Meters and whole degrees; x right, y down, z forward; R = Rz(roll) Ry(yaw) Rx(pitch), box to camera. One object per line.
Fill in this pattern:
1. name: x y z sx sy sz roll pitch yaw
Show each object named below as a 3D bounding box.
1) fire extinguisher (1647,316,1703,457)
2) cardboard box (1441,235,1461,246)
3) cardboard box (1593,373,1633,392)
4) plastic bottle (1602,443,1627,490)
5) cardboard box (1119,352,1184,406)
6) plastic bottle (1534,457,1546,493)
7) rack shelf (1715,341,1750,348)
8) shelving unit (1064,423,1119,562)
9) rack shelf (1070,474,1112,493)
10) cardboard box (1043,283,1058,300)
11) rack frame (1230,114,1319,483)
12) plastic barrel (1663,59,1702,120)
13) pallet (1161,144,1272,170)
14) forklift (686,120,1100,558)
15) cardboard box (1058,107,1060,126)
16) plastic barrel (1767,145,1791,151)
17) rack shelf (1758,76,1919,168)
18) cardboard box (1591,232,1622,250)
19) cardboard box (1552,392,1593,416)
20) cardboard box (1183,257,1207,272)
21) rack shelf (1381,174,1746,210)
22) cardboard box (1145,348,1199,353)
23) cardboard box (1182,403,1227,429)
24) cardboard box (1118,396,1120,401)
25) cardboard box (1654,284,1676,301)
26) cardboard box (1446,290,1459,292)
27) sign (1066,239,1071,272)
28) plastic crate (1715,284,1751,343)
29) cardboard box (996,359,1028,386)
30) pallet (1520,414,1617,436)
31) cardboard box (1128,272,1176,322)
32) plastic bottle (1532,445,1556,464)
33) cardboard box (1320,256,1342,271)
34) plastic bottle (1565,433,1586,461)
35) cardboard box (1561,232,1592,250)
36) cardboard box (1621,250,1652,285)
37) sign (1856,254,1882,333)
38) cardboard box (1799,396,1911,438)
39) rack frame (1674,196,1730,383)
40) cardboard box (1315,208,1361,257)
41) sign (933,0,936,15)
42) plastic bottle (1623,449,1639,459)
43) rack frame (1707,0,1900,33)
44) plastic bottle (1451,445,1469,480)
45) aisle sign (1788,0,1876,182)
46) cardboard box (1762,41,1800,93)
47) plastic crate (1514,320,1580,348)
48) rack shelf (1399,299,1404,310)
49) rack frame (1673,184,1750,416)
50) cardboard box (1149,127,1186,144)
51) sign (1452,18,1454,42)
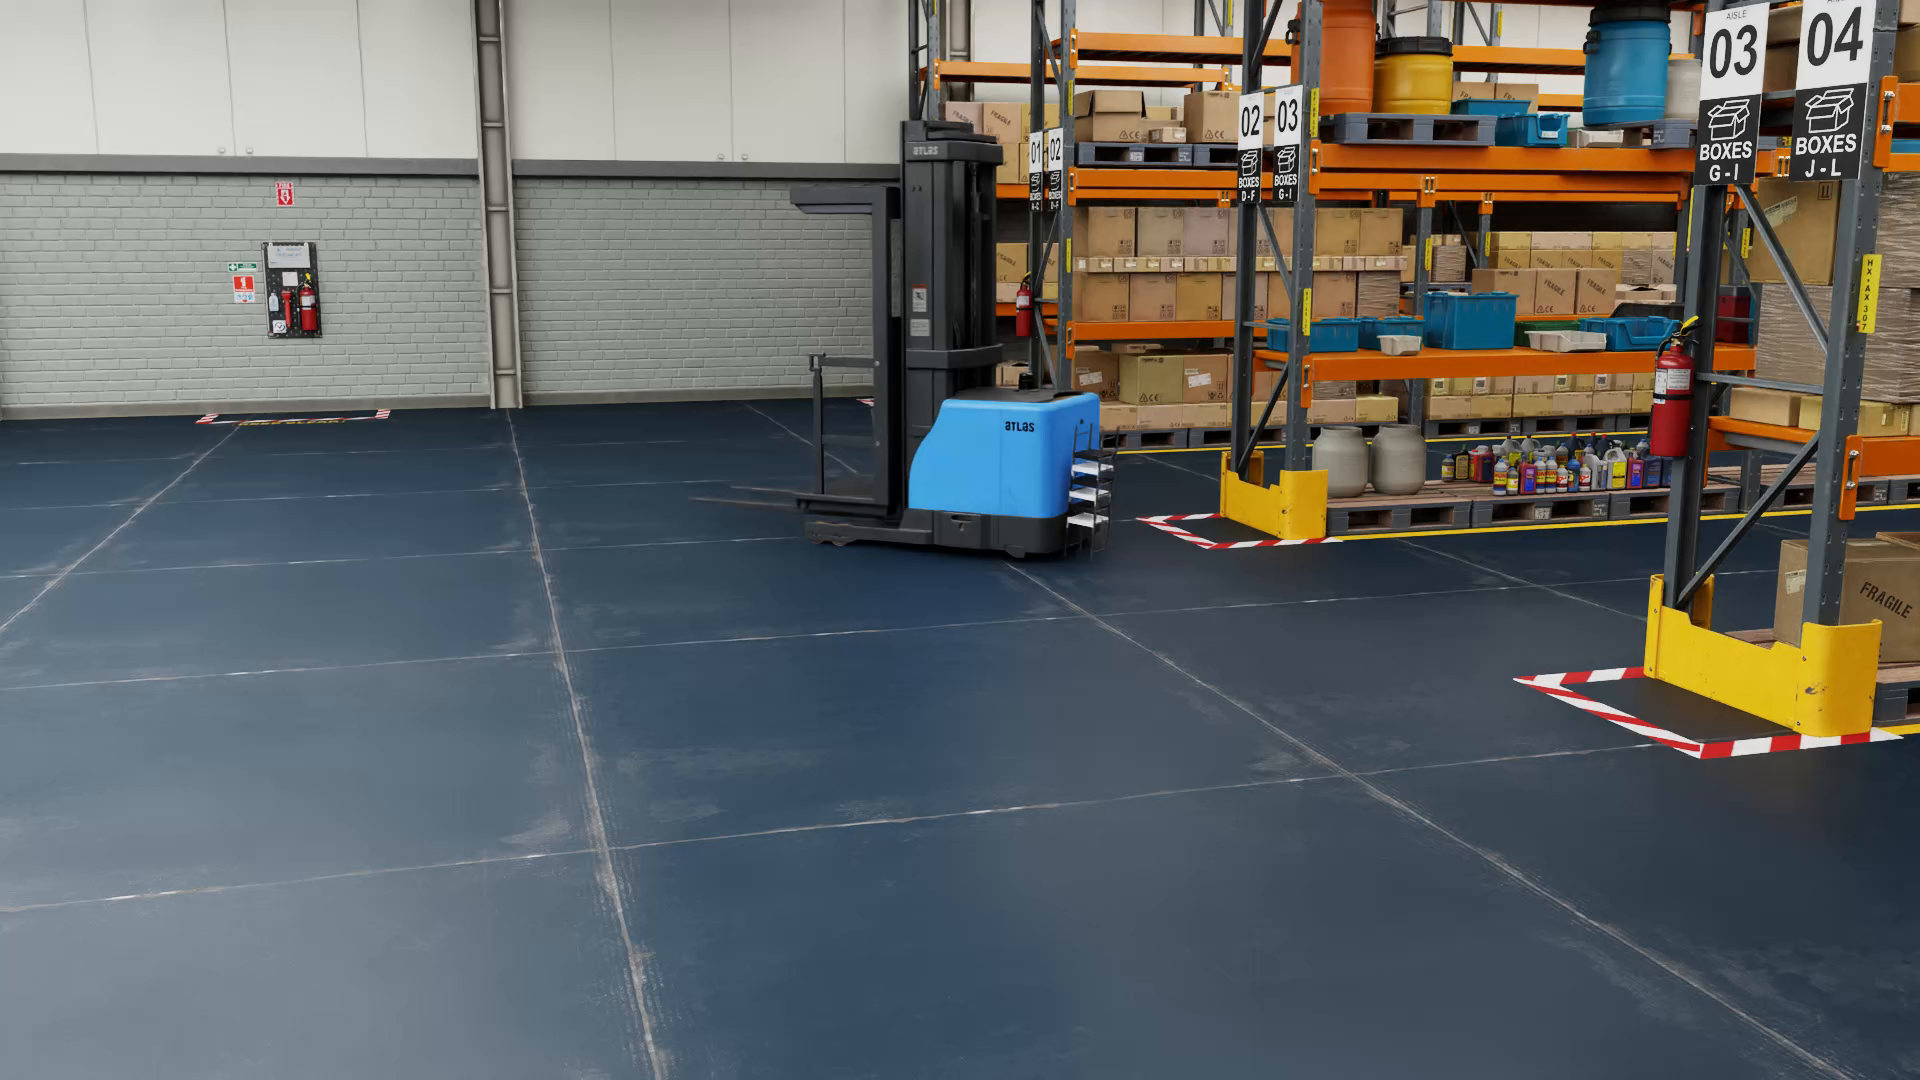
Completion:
1. fire extinguisher: 3.446 -0.746 8.025 0.183 0.674 0.296 -3 11 -16
2. cardboard box: 6.889 -4.259 23.615 0.250 0.149 0.380 -5 11 -23
3. cardboard box: 7.184 -1.845 18.668 0.500 0.311 0.500 -3 11 -16
4. plastic bottle: 5.108 -0.578 13.000 0.185 0.351 0.144 -3 11 -16
5. cardboard box: 1.976 -1.669 17.190 0.500 0.500 0.500 -3 11 -16
6. plastic bottle: 4.457 -0.500 12.797 0.097 0.271 0.097 0 10 0
7. rack shelf: 8.061 -1.520 14.006 4.000 0.370 1.077 -3 11 -16
8. shelving unit: 0.893 -0.327 11.297 0.210 0.900 0.258 12 15 31
9. rack shelf: 0.897 -0.383 11.284 0.200 0.077 0.258 12 15 31
10. cardboard box: 1.074 -3.252 21.783 0.500 0.250 0.500 -3 11 -17
11. rack frame: 2.300 -1.570 12.292 0.127 3.000 1.000 -3 11 -16
12. plastic barrel: 5.672 -3.522 13.138 0.421 0.512 0.421 0 10 0
13. pallet: 2.779 -3.957 17.215 1.213 0.211 1.003 -3 11 -16
14. forklift: -0.552 -1.475 11.965 3.031 2.935 1.130 5 11 24
15. cardboard box: 1.357 -5.461 22.045 0.500 0.500 0.500 -3 11 -16
16. plastic barrel: 6.568 -3.558 13.419 0.708 0.901 0.600 -3 11 -16
17. rack shelf: 5.605 -1.932 7.958 4.000 0.370 1.077 -3 11 -16
18. cardboard box: 9.203 -4.330 24.057 0.500 0.250 0.500 -3 11 -17
19. cardboard box: 6.693 -1.544 18.580 0.500 0.250 0.500 -3 11 -15
20. cardboard box: 2.347 -2.835 17.092 0.250 0.149 0.380 -3 11 -18
21. rack shelf: 6.680 -3.857 18.413 4.000 0.370 1.077 -3 11 -16
22. cardboard box: 2.307 -1.787 17.830 0.500 0.500 0.500 -3 11 -16
23. cardboard box: 2.455 -1.325 17.396 0.500 0.250 0.500 -3 11 -16
24. cardboard box: 1.828 -1.392 17.756 0.500 0.250 0.500 -3 11 -16
25. cardboard box: 8.239 -2.782 19.118 0.500 0.311 0.500 -2 11 -12
26. cardboard box: 5.552 -2.644 18.497 0.258 0.266 0.396 -3 11 -17
27. sign: 1.068 -2.800 16.359 0.005 0.325 0.100 -3 11 -16
28. plastic crate: 6.520 -1.882 13.807 0.583 0.464 0.402 -3 11 -16
29. cardboard box: 0.768 -2.235 22.112 0.500 0.311 0.500 -2 11 -11
30. pallet: 6.630 -1.369 18.900 1.213 0.211 1.003 -3 11 -16
31. cardboard box: 1.874 -2.530 17.226 0.500 0.500 0.700 -3 11 -14
32. plastic bottle: 4.726 -0.625 13.466 0.135 0.276 0.152 -3 11 -16
33. cardboard box: 3.818 -2.912 17.511 0.250 0.149 0.380 -3 11 -16
34. plastic bottle: 5.068 -0.708 13.709 0.185 0.351 0.144 -4 11 -18
35. cardboard box: 8.715 -4.303 23.911 0.500 0.250 0.500 -3 11 -16
36. cardboard box: 9.708 -3.986 24.263 0.500 0.500 0.500 -3 11 -16
37. sign: 3.836 -1.041 7.024 0.005 0.325 0.100 -3 11 -16
38. cardboard box: 4.025 -0.559 7.491 0.250 0.149 0.380 -3 11 -16
39. rack frame: 11.053 -3.900 24.945 0.127 3.000 1.000 -3 11 -16
40. cardboard box: 3.851 -3.272 17.675 0.500 0.500 0.700 -3 11 -16
41. sign: -0.318 -6.647 20.499 0.005 0.325 0.100 -3 11 -16
42. plastic bottle: 5.353 -0.582 13.229 0.135 0.276 0.152 -3 11 -16
43. rack frame: 3.684 -3.660 7.071 0.127 3.000 1.000 -3 11 -16
44. plastic bottle: 4.048 -0.629 13.466 0.133 0.283 0.061 -3 11 -15
45. aisle sign: 3.709 -1.933 7.079 0.004 0.787 0.394 -3 11 -16
46. cardboard box: 4.076 -2.179 7.729 0.500 0.250 0.500 -3 11 -15
47. plastic crate: 4.758 -1.649 13.304 0.662 0.188 0.450 -3 11 -16
48. rack shelf: 5.292 -3.242 23.361 4.000 0.370 1.077 -3 11 -16
49. rack frame: 8.600 -2.836 19.169 0.127 3.000 1.000 -3 11 -16
50. cardboard box: 2.098 -4.088 16.827 0.250 0.149 0.380 -3 11 -16
51. sign: 7.053 -7.281 23.727 0.005 0.325 0.100 -3 11 -16
